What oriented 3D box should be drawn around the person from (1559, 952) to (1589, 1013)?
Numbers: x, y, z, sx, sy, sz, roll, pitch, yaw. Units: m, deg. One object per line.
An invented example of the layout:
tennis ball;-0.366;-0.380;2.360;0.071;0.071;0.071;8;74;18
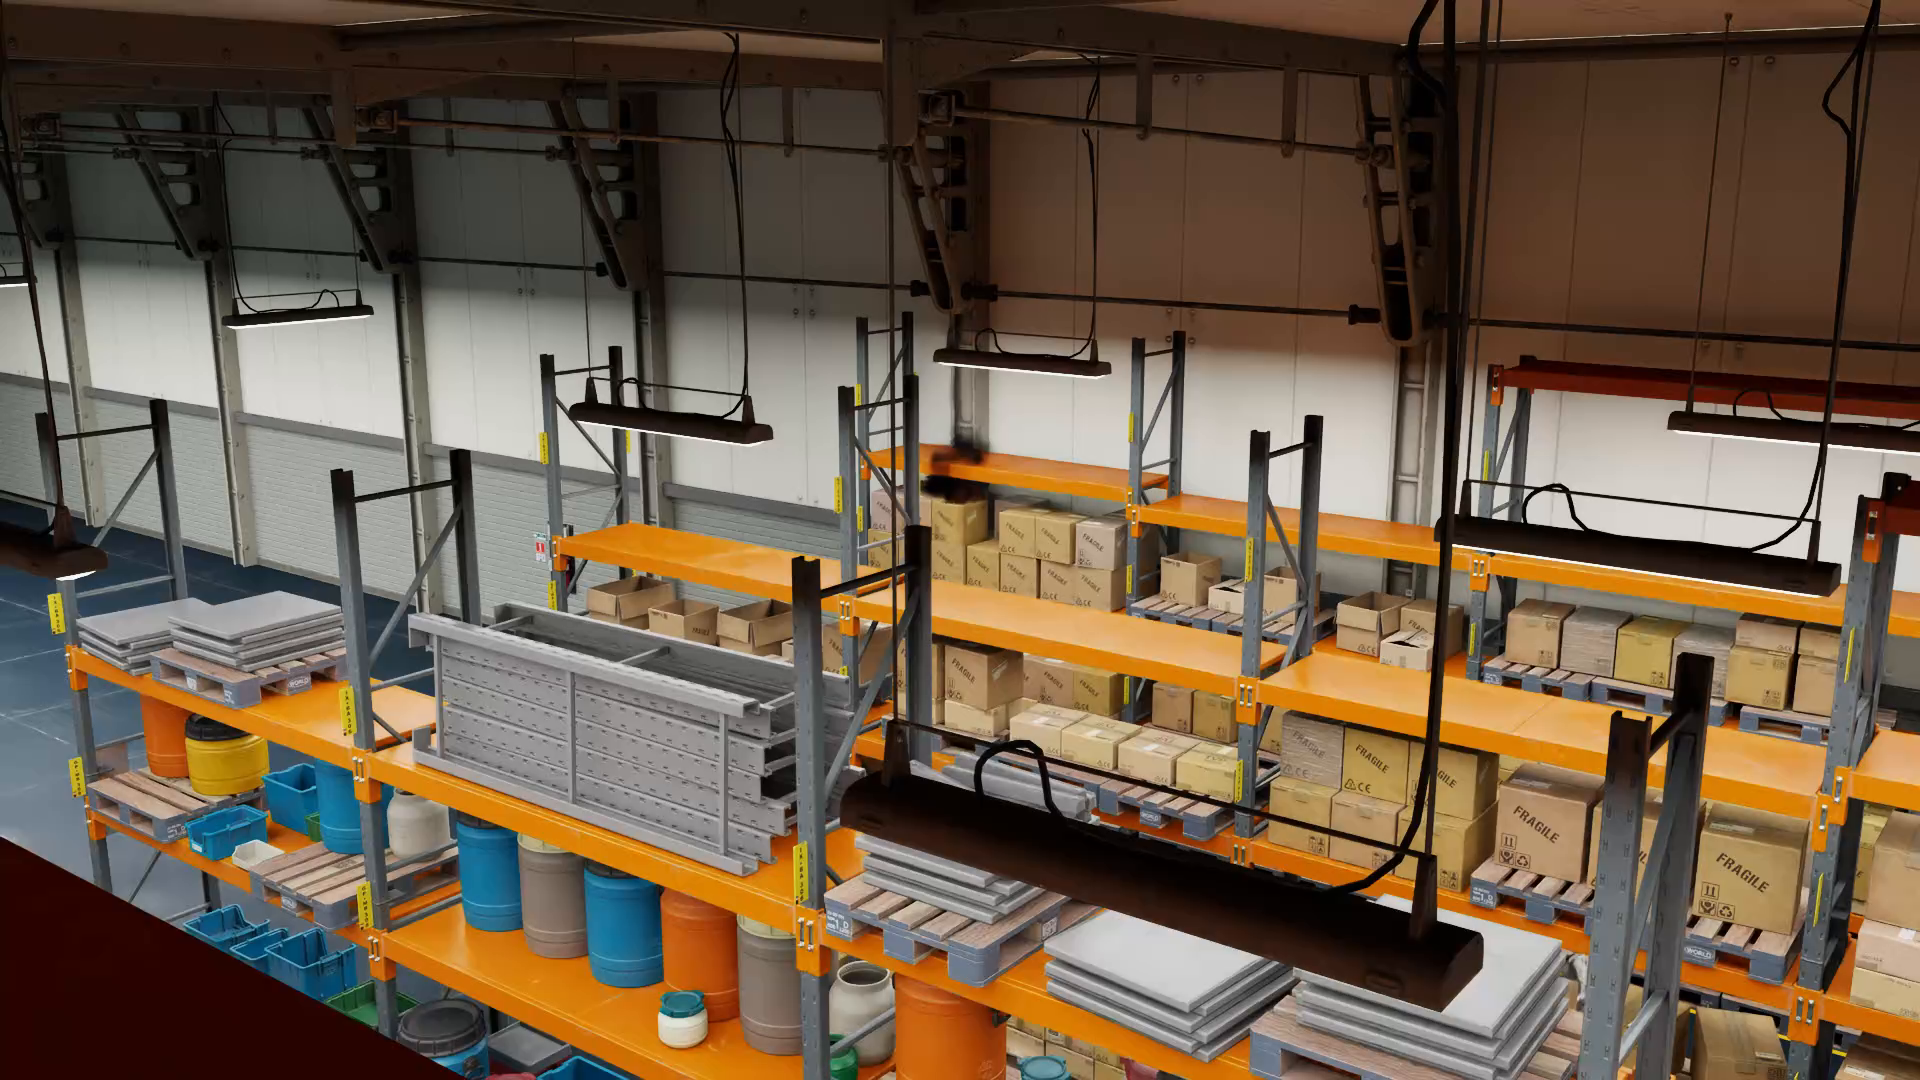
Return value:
person;5.342;4.059;14.378;0.549;1.559;0.541;8;15;30
